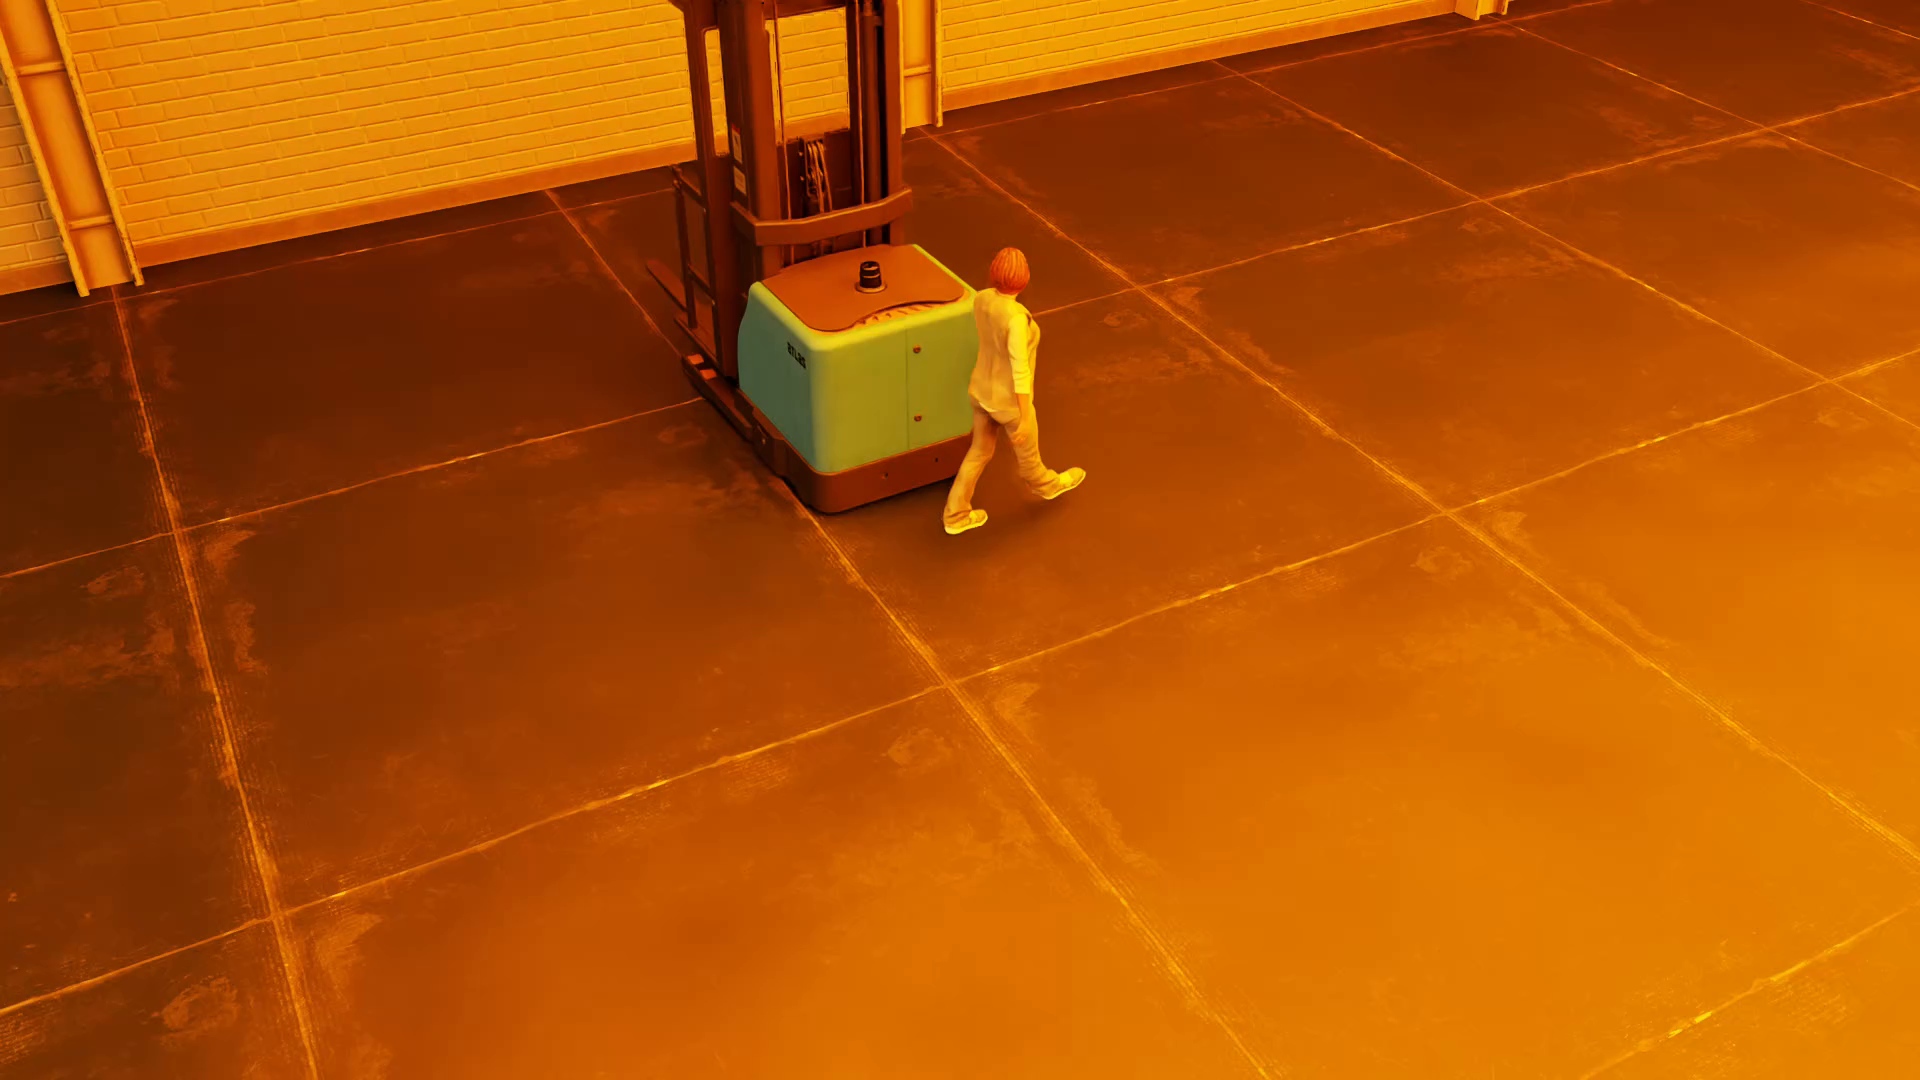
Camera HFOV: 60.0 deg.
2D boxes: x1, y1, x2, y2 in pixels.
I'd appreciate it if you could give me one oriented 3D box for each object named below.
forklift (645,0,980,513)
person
[{"bbox_3d":[-1.015,-2.167,9.188,1.130,2.935,3.031,-18,39,-24],"label":"forklift"},{"bbox_3d":[0.299,-0.744,8.388,0.838,1.541,0.596,-22,41,-28],"label":"person"}]
